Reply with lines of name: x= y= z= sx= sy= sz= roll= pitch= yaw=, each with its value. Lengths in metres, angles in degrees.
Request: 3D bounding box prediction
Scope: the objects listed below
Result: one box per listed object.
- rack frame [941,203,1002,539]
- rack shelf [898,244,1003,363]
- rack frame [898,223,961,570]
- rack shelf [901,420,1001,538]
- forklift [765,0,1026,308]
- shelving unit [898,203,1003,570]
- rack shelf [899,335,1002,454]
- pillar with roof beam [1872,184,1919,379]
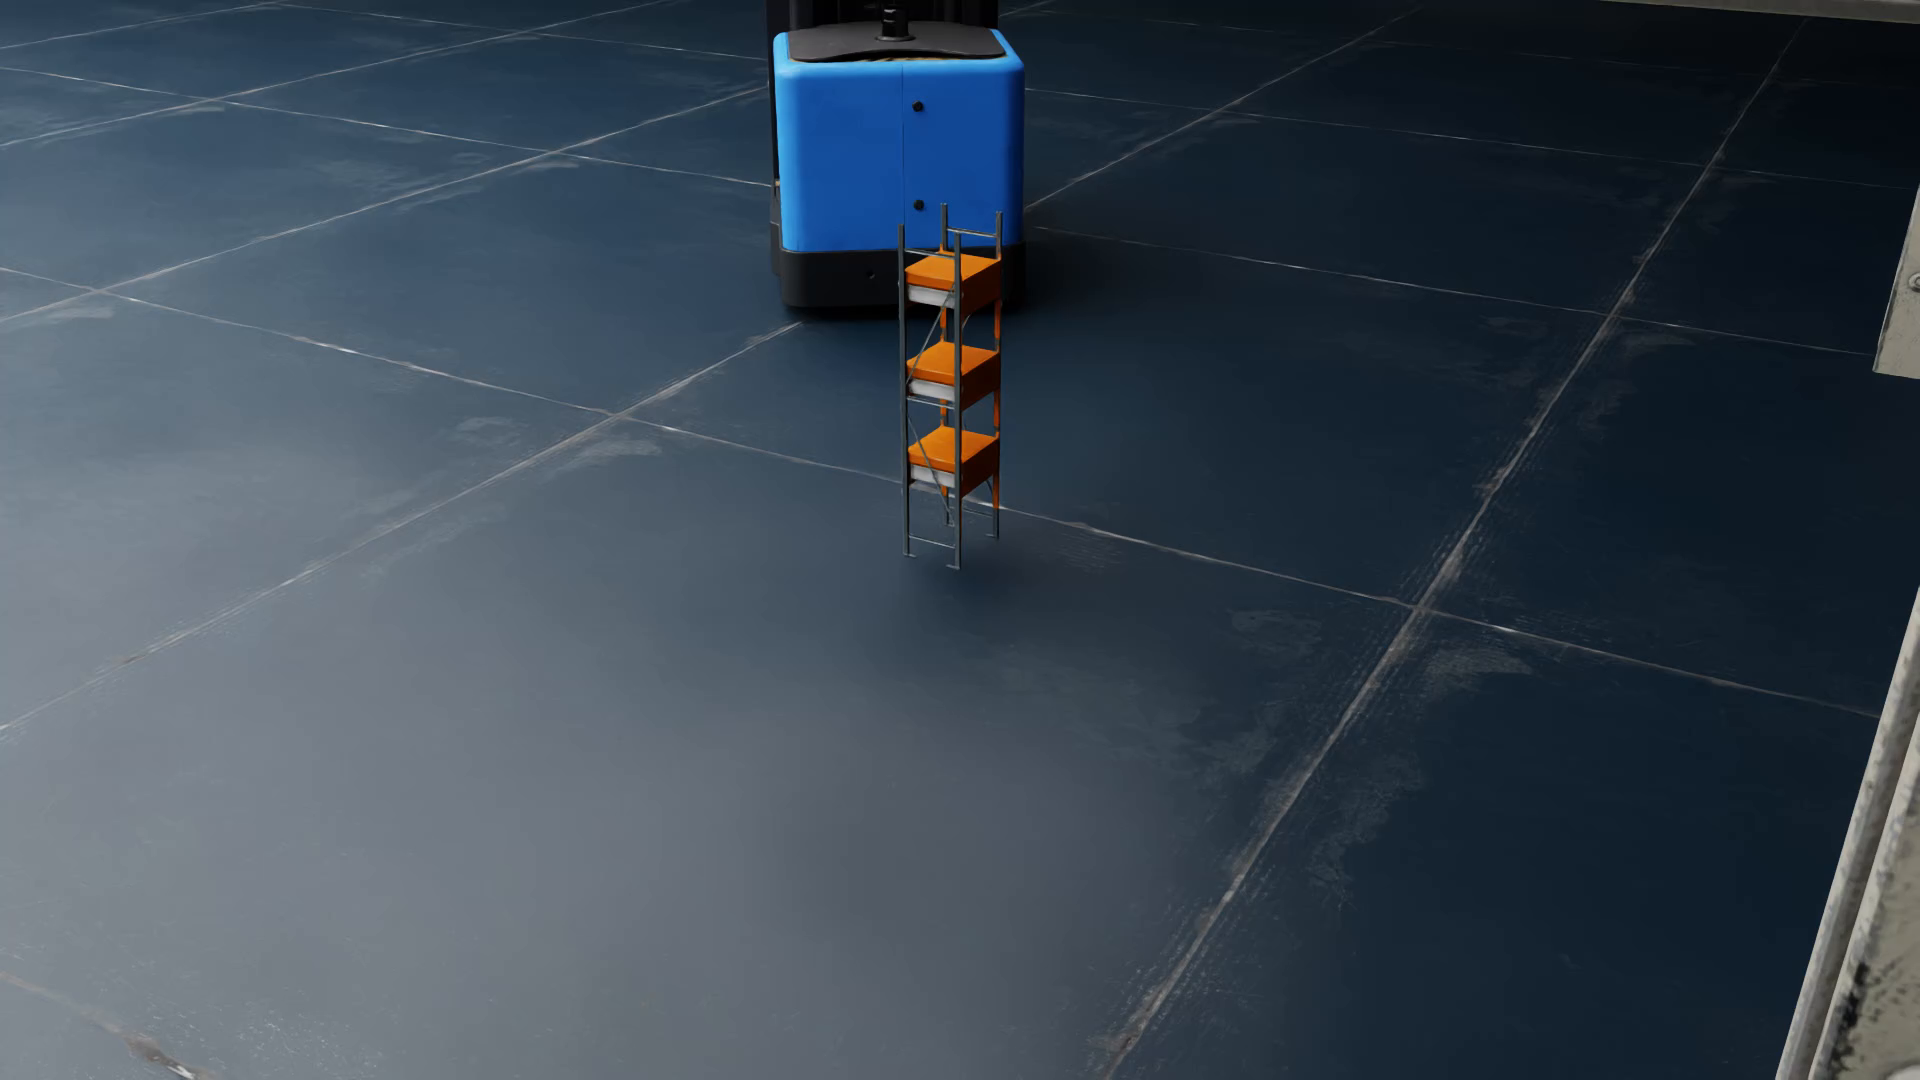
rack frame: x=0.034 y=-0.496 z=5.068 sx=0.200 sy=1.050 sz=0.008 roll=14 pitch=30 yaw=26
rack shelf: x=-0.026 y=-0.693 z=4.851 sx=0.215 sy=0.259 sz=0.240 roll=14 pitch=30 yaw=26
rack frame: x=-0.086 y=-0.401 z=4.878 sx=0.200 sy=1.050 sz=0.008 roll=14 pitch=30 yaw=26
rack shelf: x=-0.026 y=-0.191 z=5.102 sx=0.215 sy=0.259 sz=0.240 roll=14 pitch=30 yaw=26
forklift: x=-0.393 y=-2.926 z=7.821 sx=1.130 sy=2.935 sz=3.031 roll=-3 pitch=27 yaw=-6
shelving unit: x=-0.026 y=-0.449 z=4.973 sx=0.215 sy=1.050 sz=0.252 roll=14 pitch=30 yaw=26
rack shelf: x=-0.026 y=-0.439 z=4.978 sx=0.215 sy=0.259 sz=0.240 roll=14 pitch=30 yaw=26
pillar with roof beam: x=0.094 y=-5.682 z=6.547 sx=9.100 sy=9.000 sz=0.400 roll=14 pitch=30 yaw=26
